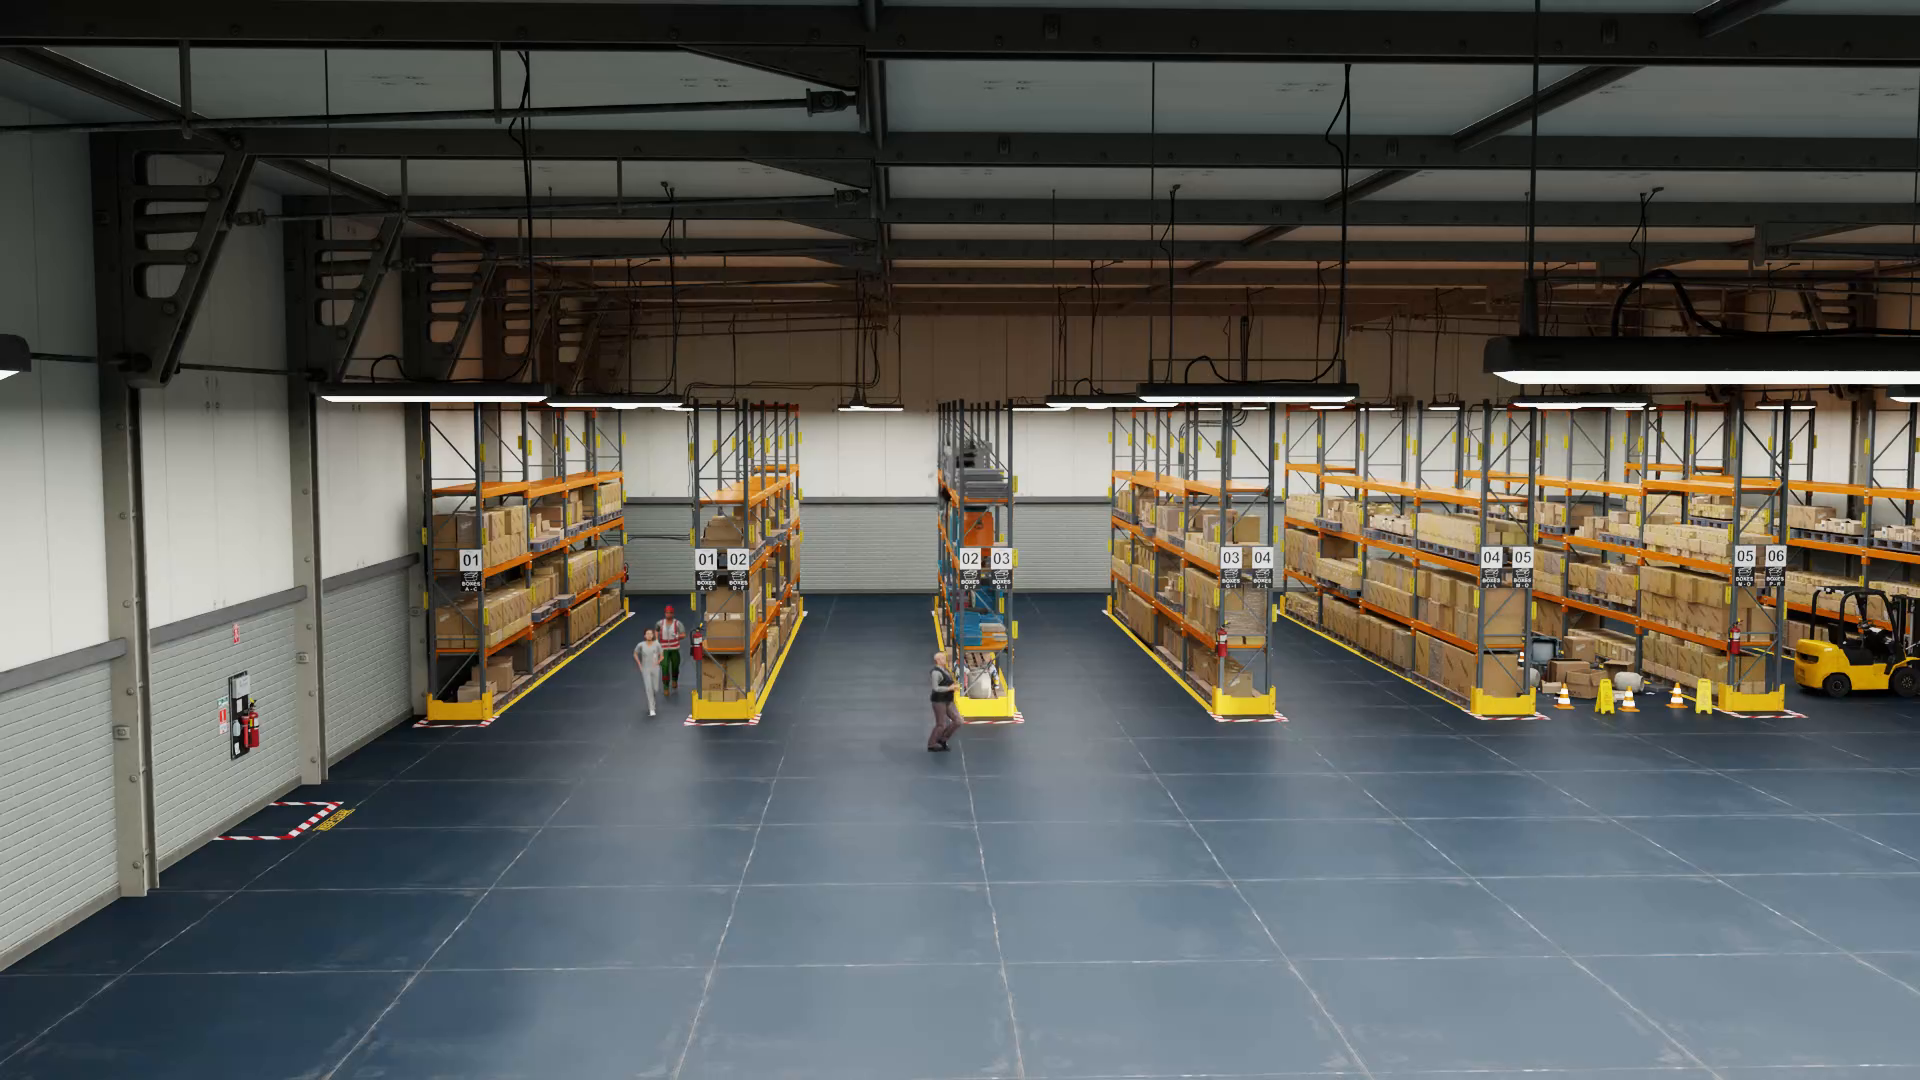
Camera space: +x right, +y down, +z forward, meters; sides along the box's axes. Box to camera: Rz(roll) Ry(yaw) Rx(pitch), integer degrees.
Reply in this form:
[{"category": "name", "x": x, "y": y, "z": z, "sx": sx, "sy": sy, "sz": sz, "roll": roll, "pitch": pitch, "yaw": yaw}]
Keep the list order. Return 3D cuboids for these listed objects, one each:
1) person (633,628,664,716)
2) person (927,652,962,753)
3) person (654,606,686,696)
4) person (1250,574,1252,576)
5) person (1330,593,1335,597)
[{"category": "person", "x": -5.906, "y": 2.487, "z": 31.616, "sx": 0.571, "sy": 1.644, "sz": 0.842, "roll": -1, "pitch": 5, "yaw": -16}, {"category": "person", "x": -0.246, "y": 2.749, "z": 27.985, "sx": 0.651, "sy": 1.721, "sz": 0.641, "roll": 2, "pitch": 5, "yaw": 26}, {"category": "person", "x": -5.913, "y": 2.227, "z": 33.871, "sx": 0.659, "sy": 1.773, "sz": 1.003, "roll": -1, "pitch": 4, "yaw": -7}, {"category": "person", "x": 8.036, "y": 1.499, "z": 45.141, "sx": 0.567, "sy": 1.610, "sz": 0.578, "roll": 1, "pitch": 4, "yaw": 9}, {"category": "person", "x": 11.198, "y": 1.167, "z": 49.038, "sx": 0.808, "sy": 1.703, "sz": 0.609, "roll": 0, "pitch": 4, "yaw": 4}]
